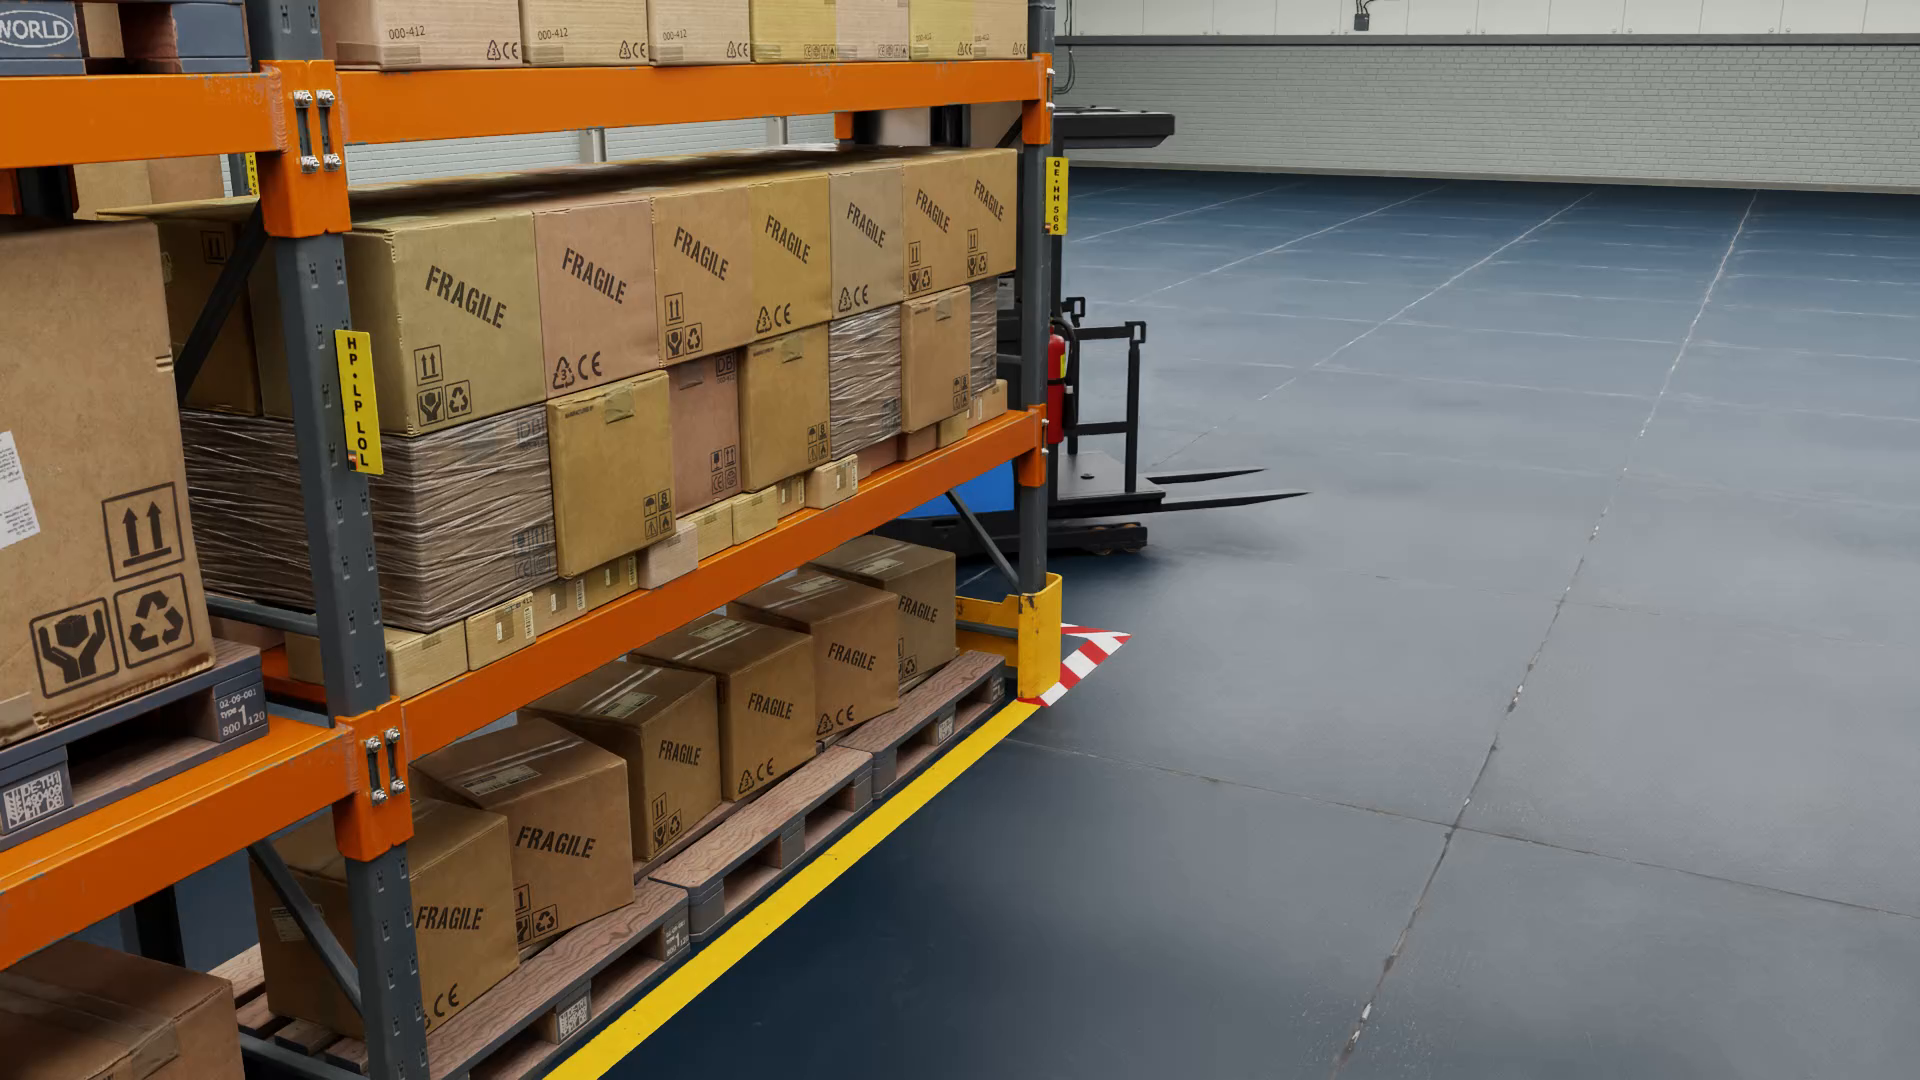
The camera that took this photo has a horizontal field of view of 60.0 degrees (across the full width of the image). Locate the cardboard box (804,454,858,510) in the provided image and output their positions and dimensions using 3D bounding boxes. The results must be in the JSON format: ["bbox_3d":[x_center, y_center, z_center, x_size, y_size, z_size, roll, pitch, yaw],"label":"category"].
[{"bbox_3d":[-0.591,-0.230,5.971,0.380,0.149,0.250,8,18,25],"label":"cardboard box"}]

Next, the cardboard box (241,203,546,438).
[{"bbox_3d":[-1.431,-0.578,4.247,0.500,0.500,0.500,8,18,25],"label":"cardboard box"}]

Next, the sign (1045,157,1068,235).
[{"bbox_3d":[0.415,-1.475,7.135,0.100,0.325,0.005,8,18,25],"label":"sign"}]

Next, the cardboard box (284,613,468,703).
[{"bbox_3d":[-1.495,0.278,4.261,0.380,0.149,0.250,8,18,25],"label":"cardboard box"}]

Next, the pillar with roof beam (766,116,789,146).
[{"bbox_3d":[0.078,-11.115,31.640,9.100,9.000,0.400,8,18,25],"label":"pillar with roof beam"}]

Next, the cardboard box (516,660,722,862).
[{"bbox_3d":[-1.189,0.759,5.852,0.500,0.500,0.500,6,18,20],"label":"cardboard box"}]

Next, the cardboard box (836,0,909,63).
[{"bbox_3d":[-0.518,-1.798,5.806,0.500,0.250,0.500,9,19,27],"label":"cardboard box"}]

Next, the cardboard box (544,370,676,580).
[{"bbox_3d":[-1.348,-0.246,4.886,0.875,0.500,0.500,8,18,25],"label":"cardboard box"}]

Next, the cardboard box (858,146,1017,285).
[{"bbox_3d":[-0.097,-1.343,6.823,0.500,0.500,0.500,8,18,25],"label":"cardboard box"}]

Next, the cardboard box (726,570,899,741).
[{"bbox_3d":[-0.603,0.466,6.840,0.500,0.500,0.500,14,22,40],"label":"cardboard box"}]

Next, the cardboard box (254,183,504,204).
[{"bbox_3d":[-1.683,-0.773,4.903,0.500,0.500,0.500,8,18,25],"label":"cardboard box"}]

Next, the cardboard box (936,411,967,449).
[{"bbox_3d":[-0.193,-0.491,6.852,0.380,0.149,0.250,8,18,25],"label":"cardboard box"}]

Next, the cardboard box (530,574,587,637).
[{"bbox_3d":[-1.284,0.149,4.696,0.380,0.149,0.250,8,18,25],"label":"cardboard box"}]

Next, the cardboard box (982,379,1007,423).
[{"bbox_3d":[-0.015,-0.625,7.302,0.380,0.149,0.250,8,18,25],"label":"cardboard box"}]

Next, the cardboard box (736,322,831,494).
[{"bbox_3d":[-0.955,-0.508,5.769,0.875,0.500,0.500,8,18,25],"label":"cardboard box"}]

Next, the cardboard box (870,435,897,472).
[{"bbox_3d":[-0.467,-0.371,6.447,0.380,0.149,0.250,8,18,25],"label":"cardboard box"}]

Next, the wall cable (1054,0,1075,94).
[{"bbox_3d":[1.407,-12.284,41.032,3.097,2.526,0.112,8,18,25],"label":"wall cable"}]

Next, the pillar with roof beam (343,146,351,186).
[{"bbox_3d":[-5.284,-8.058,21.349,9.100,9.000,0.400,8,18,25],"label":"pillar with roof beam"}]

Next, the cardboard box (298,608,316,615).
[{"bbox_3d":[-1.906,0.140,4.726,0.380,0.149,0.250,8,18,25],"label":"cardboard box"}]

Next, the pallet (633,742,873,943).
[{"bbox_3d":[-1.047,1.024,6.207,1.003,0.211,1.213,8,18,25],"label":"pallet"}]

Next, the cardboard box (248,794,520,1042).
[{"bbox_3d":[-1.645,1.074,4.791,0.500,0.500,0.500,7,18,24],"label":"cardboard box"}]

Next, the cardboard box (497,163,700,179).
[{"bbox_3d":[-1.232,-1.027,5.759,0.500,0.500,0.500,8,18,25],"label":"cardboard box"}]

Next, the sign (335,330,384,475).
[{"bbox_3d":[-1.362,-0.311,3.770,0.100,0.325,0.005,8,18,25],"label":"sign"}]

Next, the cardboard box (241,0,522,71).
[{"bbox_3d":[-1.429,-1.274,4.040,0.500,0.250,0.500,7,18,23],"label":"cardboard box"}]

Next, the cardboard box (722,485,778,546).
[{"bbox_3d":[-0.836,-0.106,5.553,0.380,0.149,0.250,8,18,25],"label":"cardboard box"}]

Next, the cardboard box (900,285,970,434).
[{"bbox_3d":[-0.459,-0.756,6.603,0.875,0.500,0.500,8,18,25],"label":"cardboard box"}]

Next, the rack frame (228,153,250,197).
[{"bbox_3d":[-4.464,-1.501,9.811,1.000,3.000,0.127,8,18,25],"label":"rack frame"}]

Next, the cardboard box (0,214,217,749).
[{"bbox_3d":[-2.340,-0.130,3.403,1.000,1.000,1.000,8,18,26],"label":"cardboard box"}]

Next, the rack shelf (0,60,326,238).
[{"bbox_3d":[-2.753,-0.409,2.129,1.077,0.370,4.000,8,18,25],"label":"rack shelf"}]

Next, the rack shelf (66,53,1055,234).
[{"bbox_3d":[-0.966,-1.428,5.560,1.077,0.370,4.000,8,18,25],"label":"rack shelf"}]

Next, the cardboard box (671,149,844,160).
[{"bbox_3d":[-0.792,-1.282,6.620,0.500,0.500,0.500,8,18,25],"label":"cardboard box"}]

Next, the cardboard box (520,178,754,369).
[{"bbox_3d":[-0.985,-0.833,5.105,0.500,0.500,0.500,8,18,25],"label":"cardboard box"}]

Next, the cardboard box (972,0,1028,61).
[{"bbox_3d":[-0.060,-2.055,6.672,0.500,0.250,0.500,9,19,27],"label":"cardboard box"}]

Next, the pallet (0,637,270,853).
[{"bbox_3d":[-2.331,0.442,3.603,1.003,0.211,1.213,8,18,25],"label":"pallet"}]

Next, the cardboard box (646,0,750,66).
[{"bbox_3d":[-0.966,-1.534,4.917,0.500,0.250,0.500,7,18,23],"label":"cardboard box"}]

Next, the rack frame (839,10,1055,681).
[{"bbox_3d":[-0.072,-0.845,7.600,1.000,3.000,0.127,8,18,25],"label":"rack frame"}]

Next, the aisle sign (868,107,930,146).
[{"bbox_3d":[-0.313,-2.145,7.411,0.394,0.787,0.004,8,18,25],"label":"aisle sign"}]

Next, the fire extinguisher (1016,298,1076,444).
[{"bbox_3d":[0.391,-0.778,7.511,0.296,0.674,0.183,8,18,25],"label":"fire extinguisher"}]

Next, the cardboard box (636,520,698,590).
[{"bbox_3d":[-1.033,0.026,5.111,0.380,0.149,0.250,8,18,25],"label":"cardboard box"}]

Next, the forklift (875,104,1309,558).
[{"bbox_3d":[0.601,-1.455,9.774,3.031,2.935,1.130,-5,17,-15],"label":"forklift"}]

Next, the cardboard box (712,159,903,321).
[{"bbox_3d":[-0.541,-1.088,5.964,0.500,0.500,0.500,8,18,25],"label":"cardboard box"}]

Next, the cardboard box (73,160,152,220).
[{"bbox_3d":[-4.828,-1.849,8.823,0.875,0.550,0.550,8,18,25],"label":"cardboard box"}]
